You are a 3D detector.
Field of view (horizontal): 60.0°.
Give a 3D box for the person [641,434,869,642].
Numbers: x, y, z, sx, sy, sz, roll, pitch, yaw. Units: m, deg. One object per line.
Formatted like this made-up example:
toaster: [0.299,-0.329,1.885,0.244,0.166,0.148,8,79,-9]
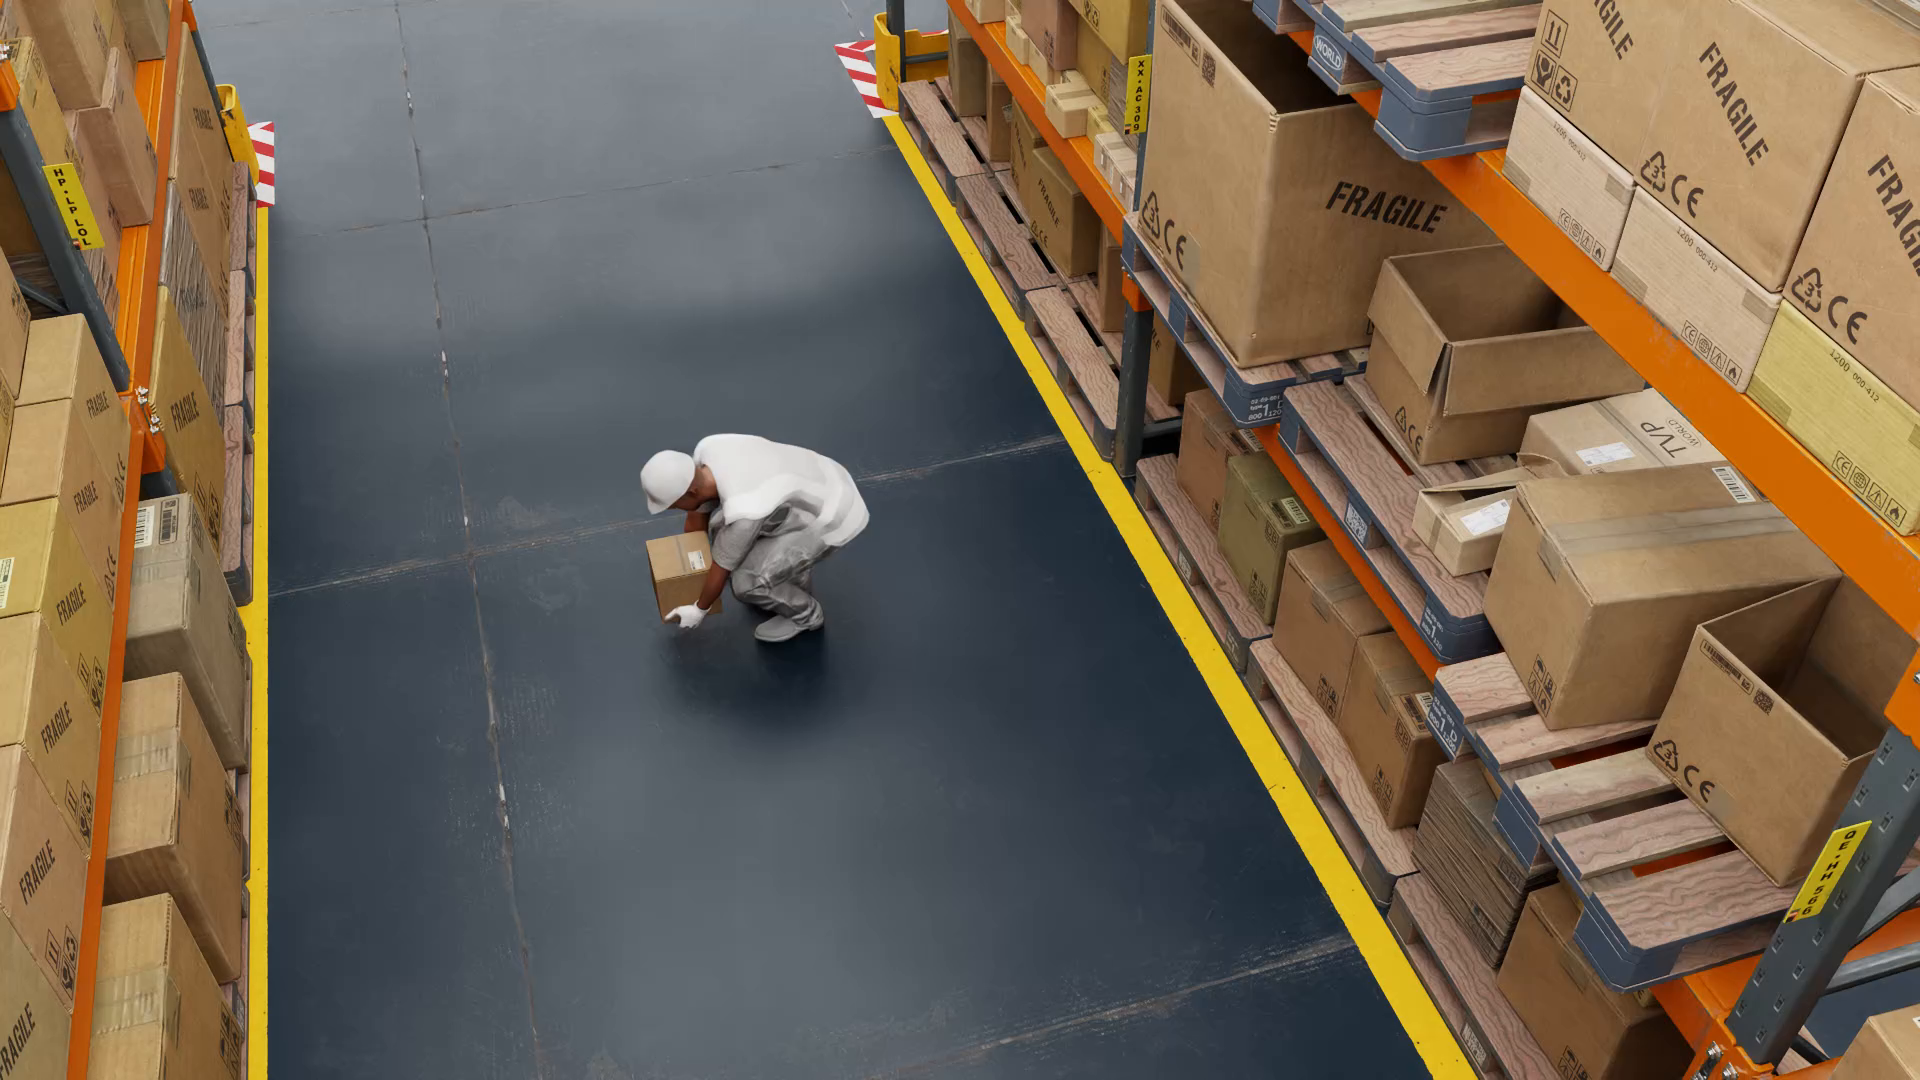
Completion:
person: [-0.815,-0.034,6.766,0.890,1.013,0.552,-13,43,-14]
